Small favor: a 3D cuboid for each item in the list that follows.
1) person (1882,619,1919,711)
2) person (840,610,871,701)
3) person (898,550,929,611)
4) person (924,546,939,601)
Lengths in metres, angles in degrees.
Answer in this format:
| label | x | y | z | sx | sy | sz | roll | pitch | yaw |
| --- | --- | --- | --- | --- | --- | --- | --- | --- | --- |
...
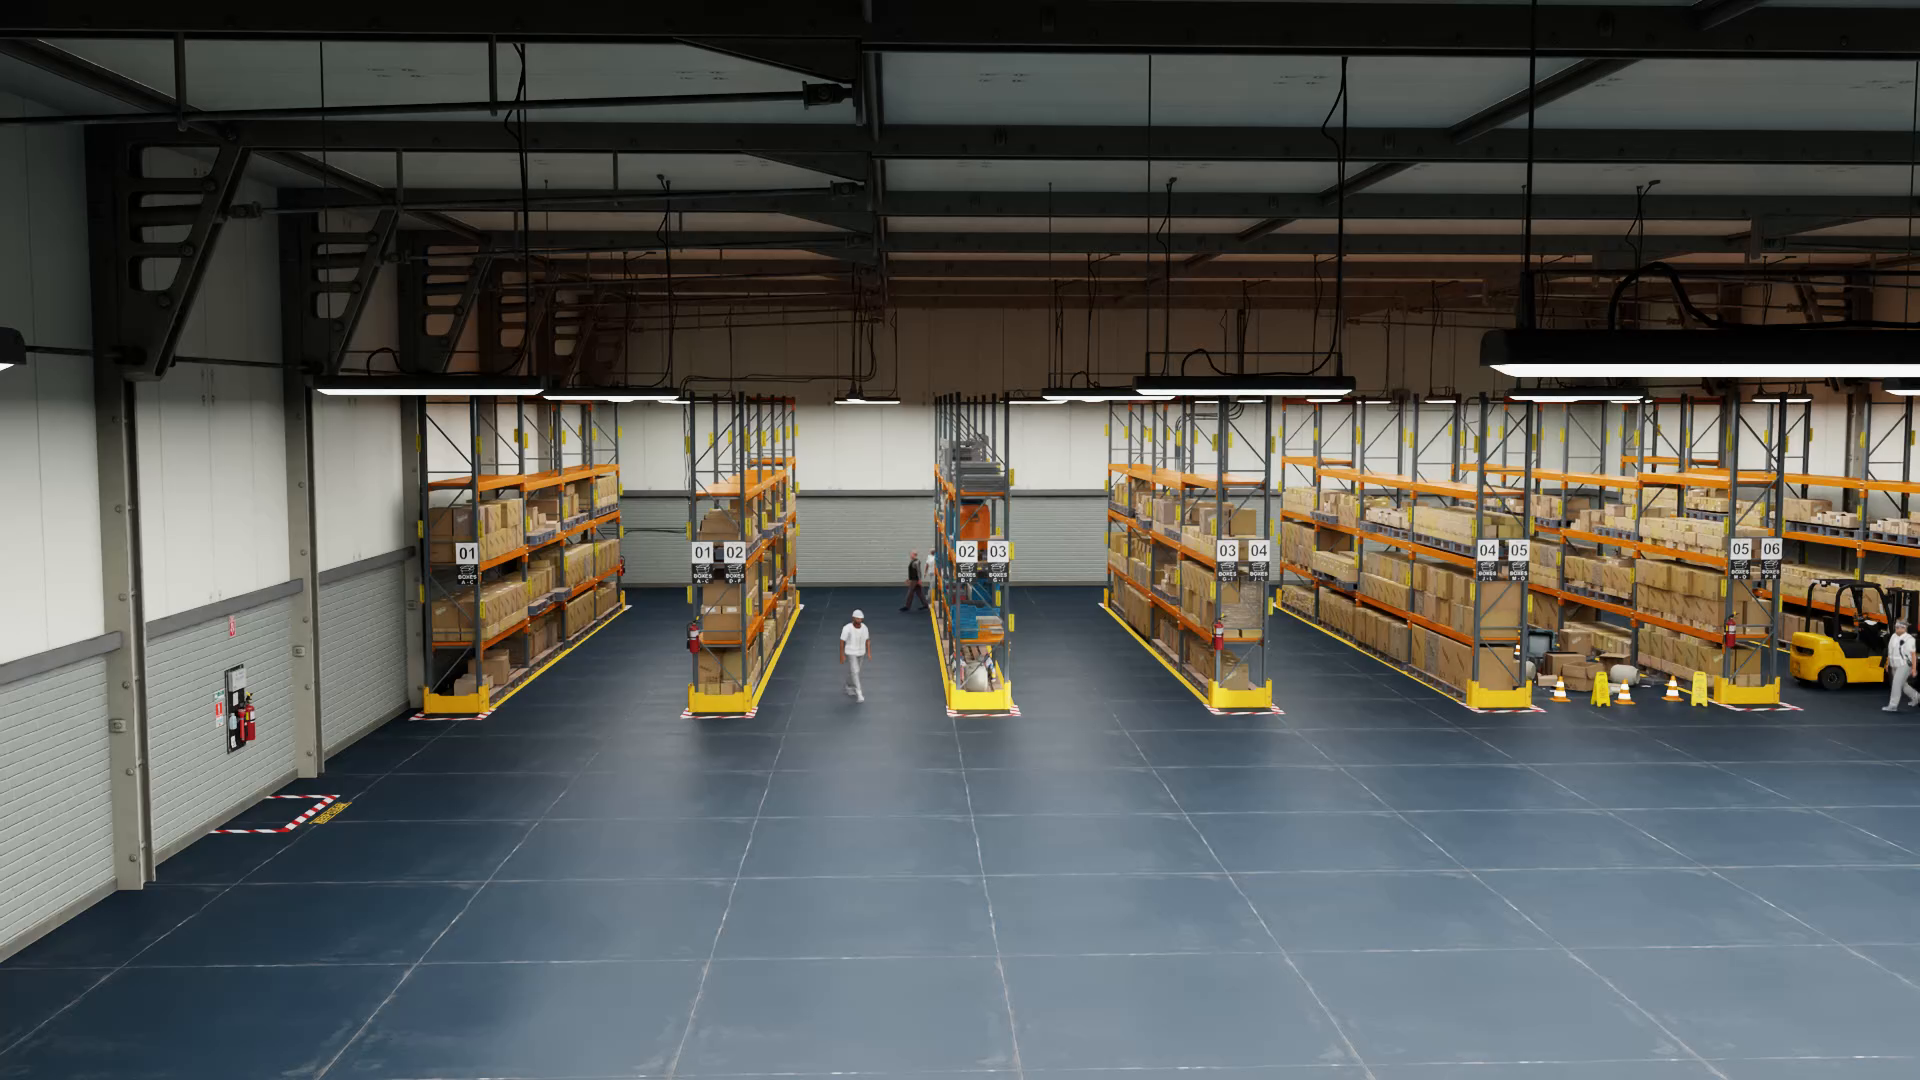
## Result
| label | x | y | z | sx | sy | sz | roll | pitch | yaw |
| --- | --- | --- | --- | --- | --- | --- | --- | --- | --- |
| person | 17.751 | 2.342 | 31.297 | 0.991 | 1.727 | 0.563 | -1 | 5 | -13 |
| person | -2.014 | 2.227 | 32.569 | 0.593 | 1.718 | 0.950 | -4 | 6 | -43 |
| person | -1.308 | 1.130 | 46.598 | 0.863 | 1.686 | 0.582 | 0 | 5 | -5 |
| person | -0.780 | 0.967 | 49.065 | 1.068 | 1.619 | 0.449 | -4 | 6 | -42 |
